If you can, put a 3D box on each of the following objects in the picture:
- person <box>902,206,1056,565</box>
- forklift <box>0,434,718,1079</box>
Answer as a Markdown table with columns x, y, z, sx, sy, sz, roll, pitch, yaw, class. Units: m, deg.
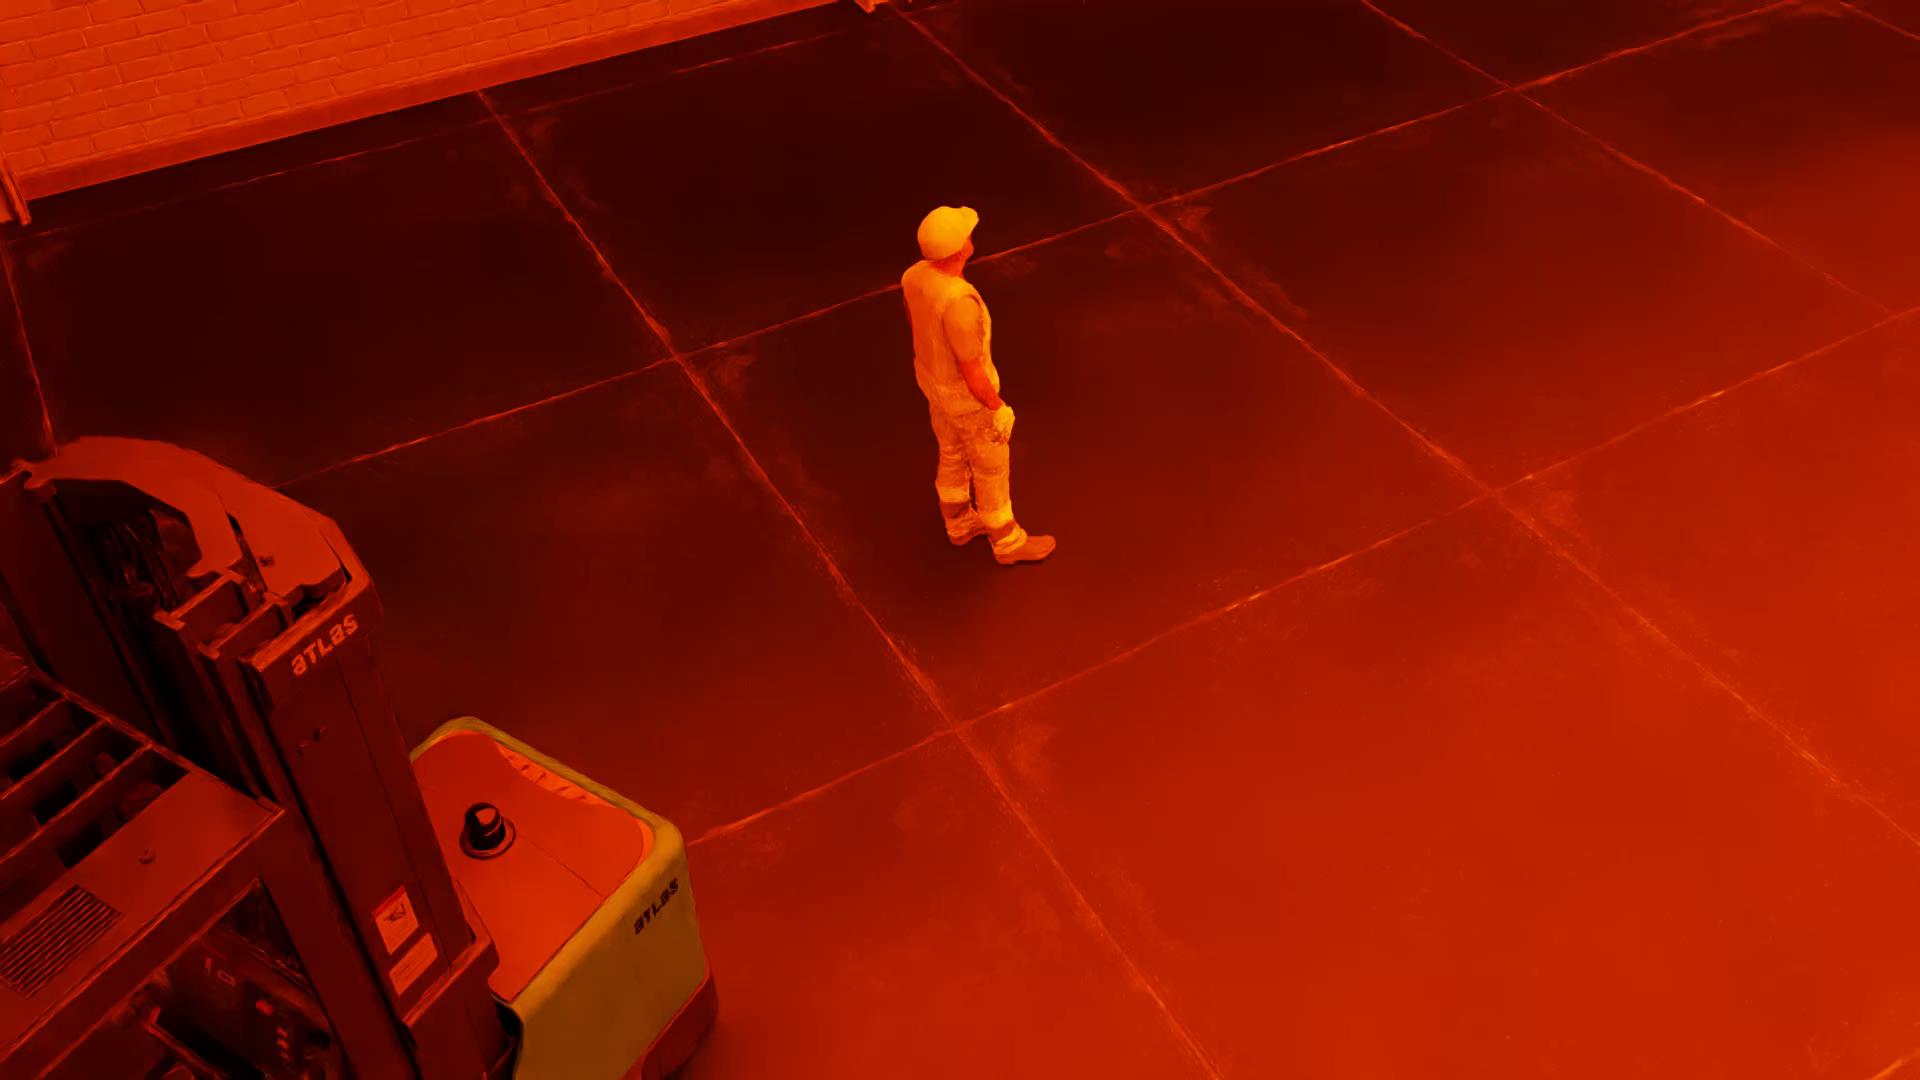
| x | y | z | sx | sy | sz | roll | pitch | yaw | class |
| --- | --- | --- | --- | --- | --- | --- | --- | --- | --- |
| 0.075 | -0.682 | 7.263 | 0.563 | 1.787 | 0.637 | -21 | 47 | -21 | person |
| -2.068 | 1.315 | 4.280 | 1.130 | 2.935 | 3.031 | 23 | 47 | 23 | forklift |
